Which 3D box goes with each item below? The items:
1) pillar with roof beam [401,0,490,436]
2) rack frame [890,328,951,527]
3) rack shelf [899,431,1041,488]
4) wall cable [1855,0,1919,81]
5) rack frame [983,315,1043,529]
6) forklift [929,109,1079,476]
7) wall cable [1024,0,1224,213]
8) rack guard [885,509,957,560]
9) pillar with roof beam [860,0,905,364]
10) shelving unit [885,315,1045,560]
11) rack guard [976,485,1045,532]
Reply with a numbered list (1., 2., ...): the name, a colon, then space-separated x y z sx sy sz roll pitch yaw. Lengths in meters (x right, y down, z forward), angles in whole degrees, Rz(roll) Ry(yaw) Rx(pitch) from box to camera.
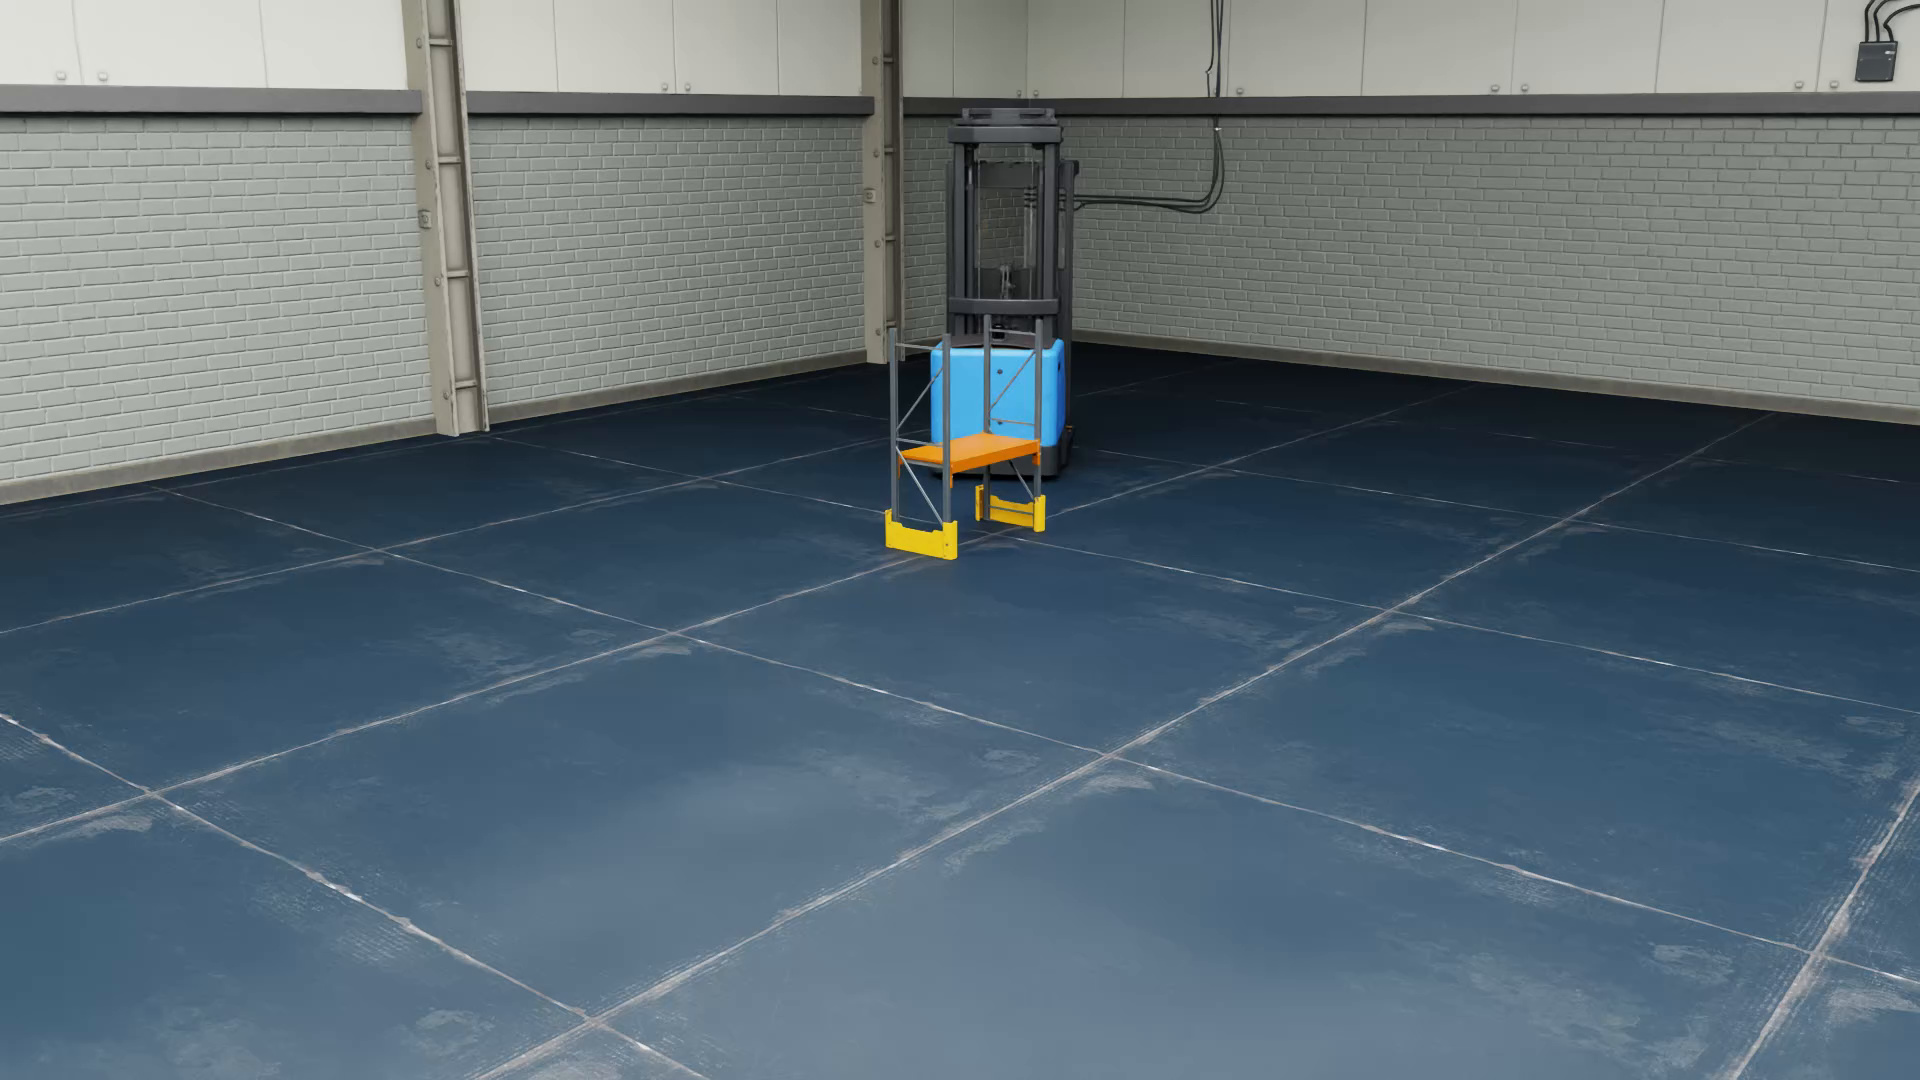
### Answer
1. pillar with roof beam: -1.328 -4.715 11.905 9.100 9.000 0.400 11 18 38
2. rack frame: -0.266 -0.646 11.119 0.500 1.500 0.032 11 18 38
3. rack shelf: 0.054 -0.569 11.547 0.538 0.185 1.000 11 18 38
4. wall cable: 9.348 -7.066 14.253 2.305 6.003 0.169 11 18 38
5. rack frame: 0.373 -0.841 11.886 0.500 1.500 0.032 11 18 38
6. forklift: 0.455 -2.249 14.525 1.130 2.935 3.031 2 14 7
7. wall cable: 1.974 -5.384 20.849 3.097 2.526 0.112 11 18 38
8. rack guard: -0.265 -0.040 11.274 0.587 0.250 0.087 11 18 38
9. pillar with roof beam: 2.443 -5.864 16.428 9.100 9.000 0.400 11 18 38
10. shelving unit: 0.048 -0.742 11.496 0.587 1.500 1.083 11 18 38
11. rack guard: 0.361 -0.231 12.025 0.587 0.250 0.087 11 18 38
